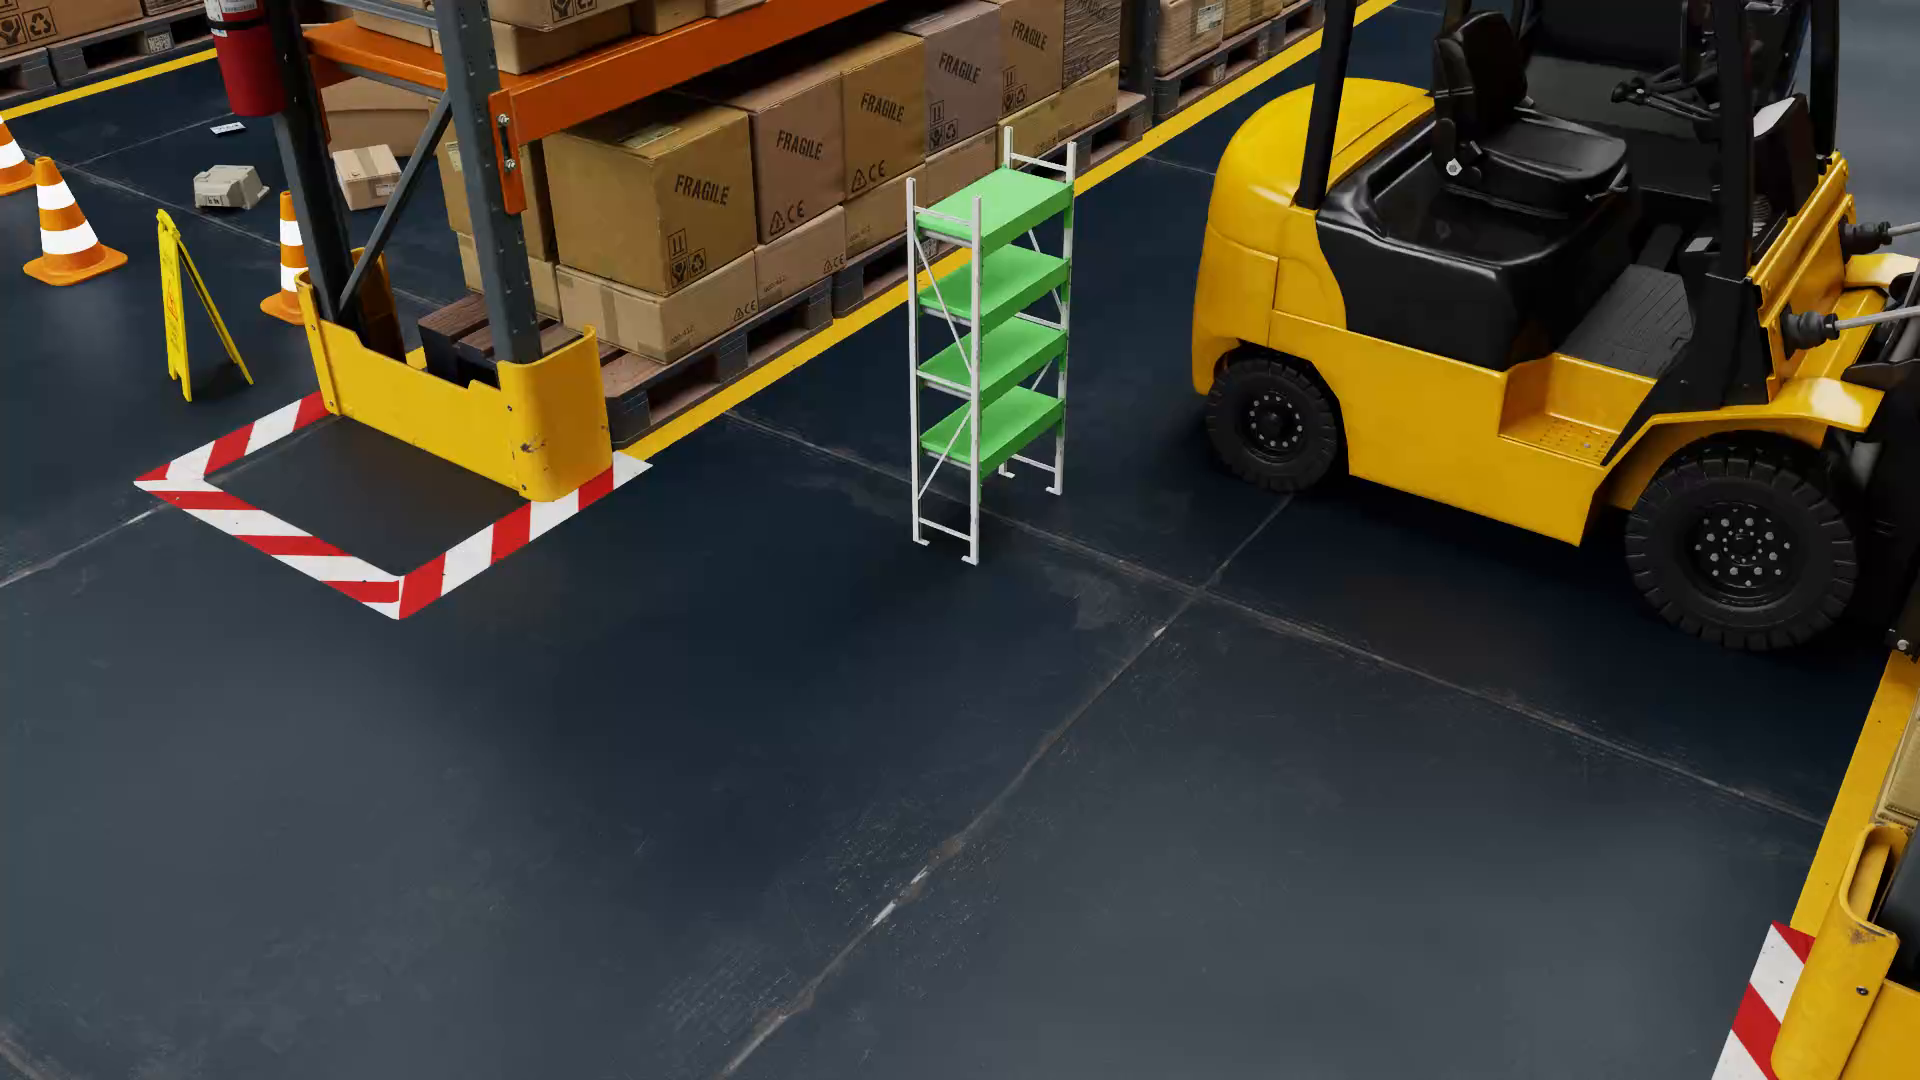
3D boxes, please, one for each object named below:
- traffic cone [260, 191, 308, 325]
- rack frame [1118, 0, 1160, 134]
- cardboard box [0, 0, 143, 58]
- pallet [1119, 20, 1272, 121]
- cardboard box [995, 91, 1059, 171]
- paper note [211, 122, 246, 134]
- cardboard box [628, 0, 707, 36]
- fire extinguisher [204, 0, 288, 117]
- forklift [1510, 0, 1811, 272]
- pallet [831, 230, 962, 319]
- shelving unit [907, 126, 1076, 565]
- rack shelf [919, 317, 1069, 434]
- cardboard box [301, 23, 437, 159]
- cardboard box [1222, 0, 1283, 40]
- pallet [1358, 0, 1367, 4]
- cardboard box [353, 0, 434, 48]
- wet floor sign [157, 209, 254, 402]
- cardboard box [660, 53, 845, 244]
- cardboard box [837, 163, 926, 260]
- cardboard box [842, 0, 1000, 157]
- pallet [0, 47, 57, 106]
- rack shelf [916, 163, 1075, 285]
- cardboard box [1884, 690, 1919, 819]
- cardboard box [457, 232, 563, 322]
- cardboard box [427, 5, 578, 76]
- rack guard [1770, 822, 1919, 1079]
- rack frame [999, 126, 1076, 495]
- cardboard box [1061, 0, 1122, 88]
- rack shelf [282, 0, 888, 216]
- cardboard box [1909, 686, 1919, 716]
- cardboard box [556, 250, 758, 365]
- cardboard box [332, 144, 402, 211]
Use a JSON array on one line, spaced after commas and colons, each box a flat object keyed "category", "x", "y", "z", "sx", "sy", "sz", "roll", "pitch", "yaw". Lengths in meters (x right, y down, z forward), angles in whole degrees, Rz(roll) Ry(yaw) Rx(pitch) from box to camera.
[{"category": "traffic cone", "x": -2.585, "y": -1.141, "z": 6.524, "sx": 0.336, "sy": 0.463, "sz": 0.334, "roll": 21, "pitch": 39, "yaw": 28}, {"category": "rack frame", "x": 0.511, "y": -3.422, "z": 7.633, "sx": 1.000, "sy": 3.000, "sz": 0.127, "roll": 21, "pitch": 39, "yaw": 28}, {"category": "cardboard box", "x": -5.062, "y": -3.149, "z": 8.750, "sx": 0.875, "sy": 0.875, "sz": 0.875, "roll": 21, "pitch": 39, "yaw": 27}, {"category": "pallet", "x": 0.953, "y": -2.626, "z": 8.945, "sx": 1.003, "sy": 0.211, "sz": 1.213, "roll": 21, "pitch": 39, "yaw": 28}, {"category": "cardboard box", "x": 0.099, "y": -1.851, "z": 7.389, "sx": 0.500, "sy": 0.250, "sz": 0.500, "roll": 20, "pitch": 39, "yaw": 27}, {"category": "paper note", "x": -3.629, "y": -2.046, "z": 8.249, "sx": 0.142, "sy": 0.017, "sz": 0.144, "roll": -22, "pitch": 40, "yaw": -29}, {"category": "cardboard box", "x": -1.056, "y": -1.785, "z": 5.436, "sx": 0.380, "sy": 0.149, "sz": 0.250, "roll": 20, "pitch": 39, "yaw": 27}, {"category": "fire extinguisher", "x": -2.214, "y": -1.644, "z": 5.073, "sx": 0.296, "sy": 0.674, "sz": 0.183, "roll": 21, "pitch": 39, "yaw": 28}, {"category": "forklift", "x": 2.847, "y": -2.614, "z": 6.500, "sx": 1.130, "sy": 2.935, "sz": 3.031, "roll": 18, "pitch": 38, "yaw": 24}, {"category": "pallet", "x": -0.538, "y": -1.383, "z": 7.107, "sx": 1.003, "sy": 0.211, "sz": 1.213, "roll": 21, "pitch": 39, "yaw": 28}, {"category": "shelving unit", "x": 0.094, "y": -0.573, "z": 5.027, "sx": 0.258, "sy": 1.200, "sz": 0.503, "roll": 21, "pitch": 39, "yaw": 28}, {"category": "rack shelf", "x": 0.094, "y": -0.520, "z": 5.062, "sx": 0.258, "sy": 0.148, "sz": 0.480, "roll": 21, "pitch": 39, "yaw": 28}, {"category": "cardboard box", "x": -2.848, "y": -2.164, "z": 8.001, "sx": 0.797, "sy": 0.503, "sz": 0.637, "roll": -3, "pitch": 34, "yaw": -4}, {"category": "cardboard box", "x": 1.215, "y": -3.082, "z": 9.101, "sx": 0.950, "sy": 0.372, "sz": 0.625, "roll": 24, "pitch": 41, "yaw": 31}, {"category": "pallet", "x": 2.345, "y": -3.749, "z": 10.605, "sx": 1.003, "sy": 0.211, "sz": 1.213, "roll": 21, "pitch": 39, "yaw": 28}, {"category": "cardboard box", "x": -1.733, "y": -1.718, "z": 5.337, "sx": 0.380, "sy": 0.149, "sz": 0.250, "roll": 23, "pitch": 40, "yaw": 30}, {"category": "wet floor sign", "x": -2.757, "y": -0.861, "z": 5.947, "sx": 0.232, "sy": 0.644, "sz": 0.267, "roll": -22, "pitch": 40, "yaw": -29}, {"category": "cardboard box", "x": -0.775, "y": -1.463, "z": 6.146, "sx": 0.500, "sy": 0.500, "sz": 0.500, "roll": 20, "pitch": 39, "yaw": 27}, {"category": "cardboard box", "x": -0.485, "y": -1.387, "z": 6.703, "sx": 0.500, "sy": 0.250, "sz": 0.500, "roll": 24, "pitch": 41, "yaw": 31}, {"category": "cardboard box", "x": -0.185, "y": -1.940, "z": 6.852, "sx": 0.500, "sy": 0.500, "sz": 0.500, "roll": 24, "pitch": 41, "yaw": 31}, {"category": "pallet", "x": -5.503, "y": -2.354, "z": 8.543, "sx": 1.003, "sy": 0.211, "sz": 1.213, "roll": 21, "pitch": 39, "yaw": 28}, {"category": "rack shelf", "x": 0.094, "y": -0.918, "z": 4.793, "sx": 0.258, "sy": 0.148, "sz": 0.480, "roll": 21, "pitch": 39, "yaw": 28}, {"category": "cardboard box", "x": 2.330, "y": 0.436, "z": 3.561, "sx": 0.500, "sy": 0.250, "sz": 0.500, "roll": 21, "pitch": 39, "yaw": 28}, {"category": "cardboard box", "x": -1.517, "y": -1.086, "z": 6.257, "sx": 0.500, "sy": 0.250, "sz": 0.500, "roll": 21, "pitch": 39, "yaw": 28}, {"category": "cardboard box", "x": -1.406, "y": -1.568, "z": 5.115, "sx": 0.380, "sy": 0.149, "sz": 0.250, "roll": 21, "pitch": 40, "yaw": 28}, {"category": "rack guard", "x": 2.296, "y": 1.049, "z": 3.253, "sx": 1.175, "sy": 0.500, "sz": 0.348, "roll": 21, "pitch": 39, "yaw": 28}, {"category": "rack frame", "x": 0.234, "y": -0.686, "z": 5.193, "sx": 0.240, "sy": 1.200, "sz": 0.015, "roll": 21, "pitch": 39, "yaw": 28}, {"category": "cardboard box", "x": 0.394, "y": -2.410, "z": 7.546, "sx": 0.500, "sy": 0.500, "sz": 0.500, "roll": 21, "pitch": 39, "yaw": 28}, {"category": "rack shelf", "x": -0.630, "y": -2.204, "z": 6.474, "sx": 1.077, "sy": 0.370, "sz": 4.000, "roll": 21, "pitch": 39, "yaw": 28}, {"category": "cardboard box", "x": 2.609, "y": 0.424, "z": 4.025, "sx": 0.500, "sy": 0.250, "sz": 0.500, "roll": 21, "pitch": 39, "yaw": 28}, {"category": "cardboard box", "x": -1.083, "y": -0.899, "z": 5.982, "sx": 0.500, "sy": 0.250, "sz": 0.500, "roll": 21, "pitch": 39, "yaw": 28}, {"category": "cardboard box", "x": -2.683, "y": -1.649, "z": 7.555, "sx": 0.250, "sy": 0.149, "sz": 0.380, "roll": -15, "pitch": 37, "yaw": -21}]
